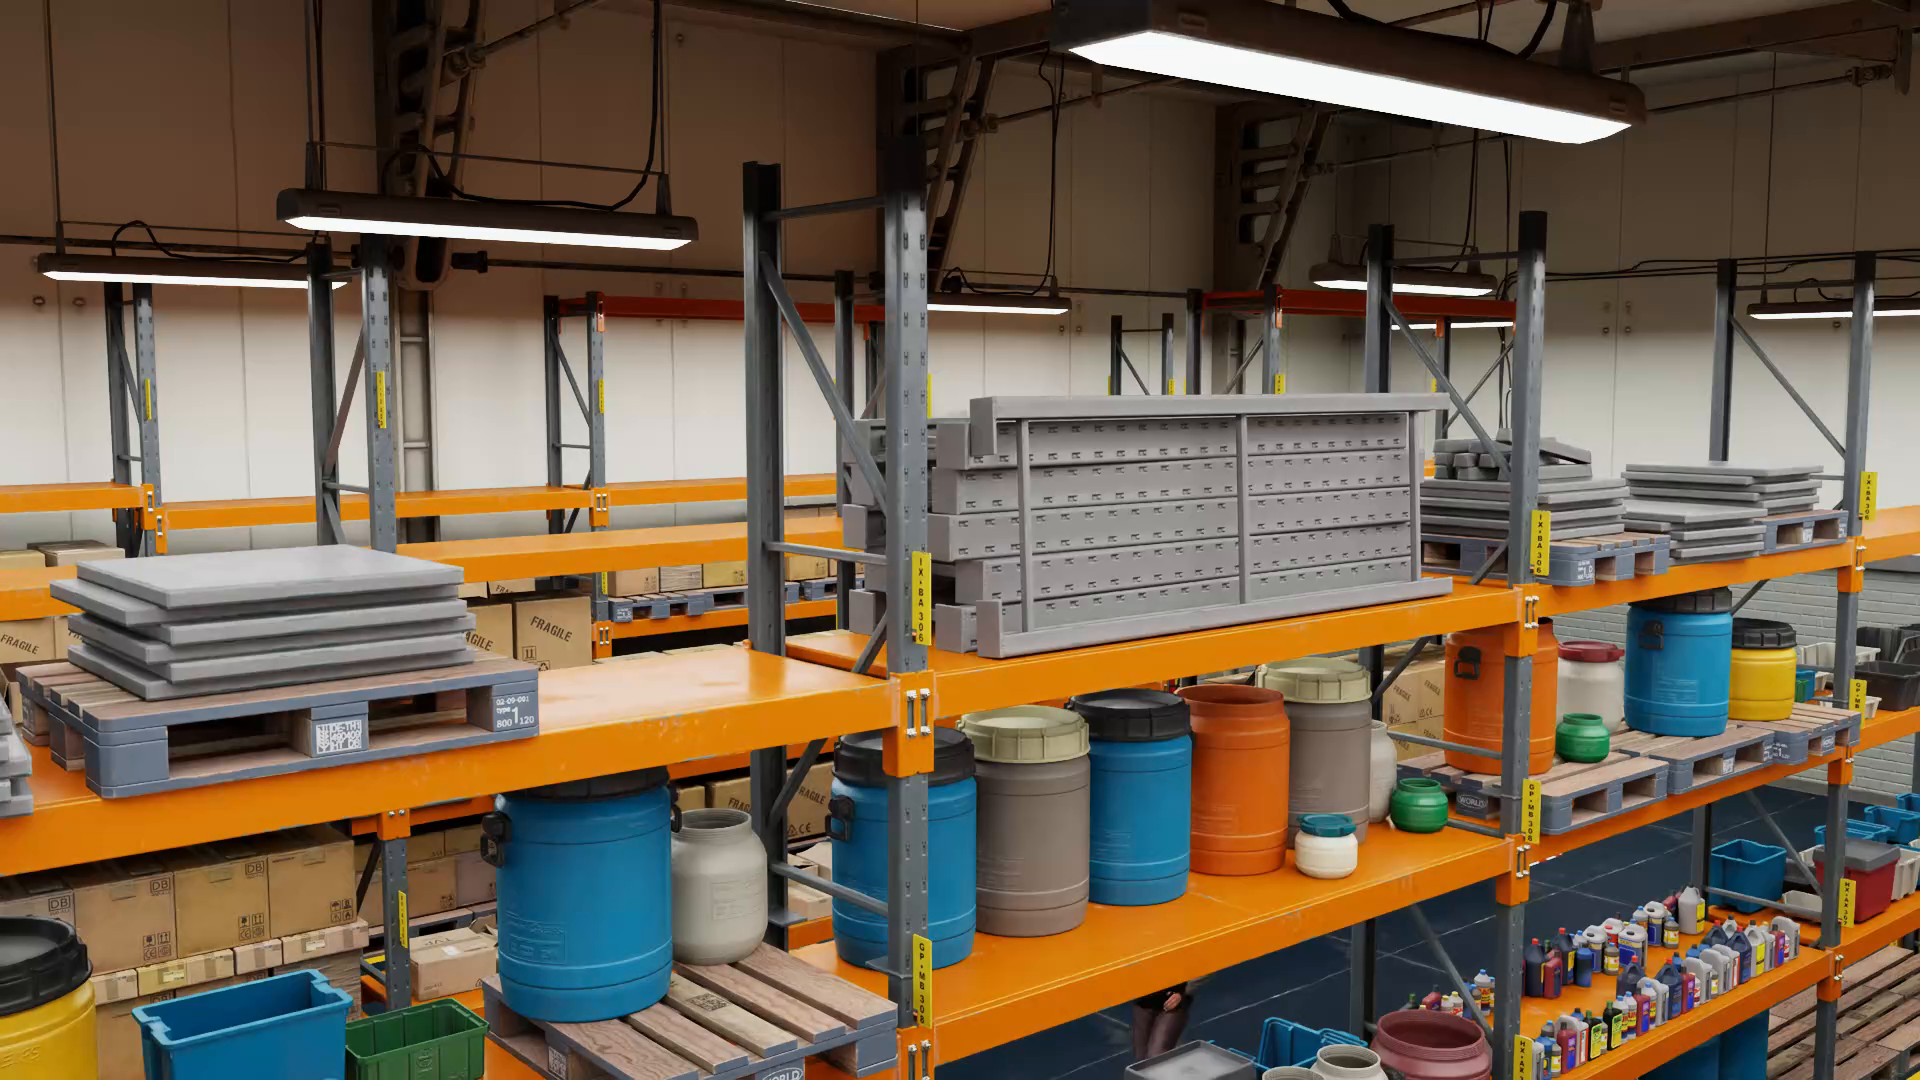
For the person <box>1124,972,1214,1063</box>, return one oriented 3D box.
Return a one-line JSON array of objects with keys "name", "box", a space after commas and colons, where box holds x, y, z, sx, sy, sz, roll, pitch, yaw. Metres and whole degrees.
[{"name": "person", "box": [1.414, 3.216, 11.517, 0.675, 1.688, 0.762, 4, 7, 37]}]
